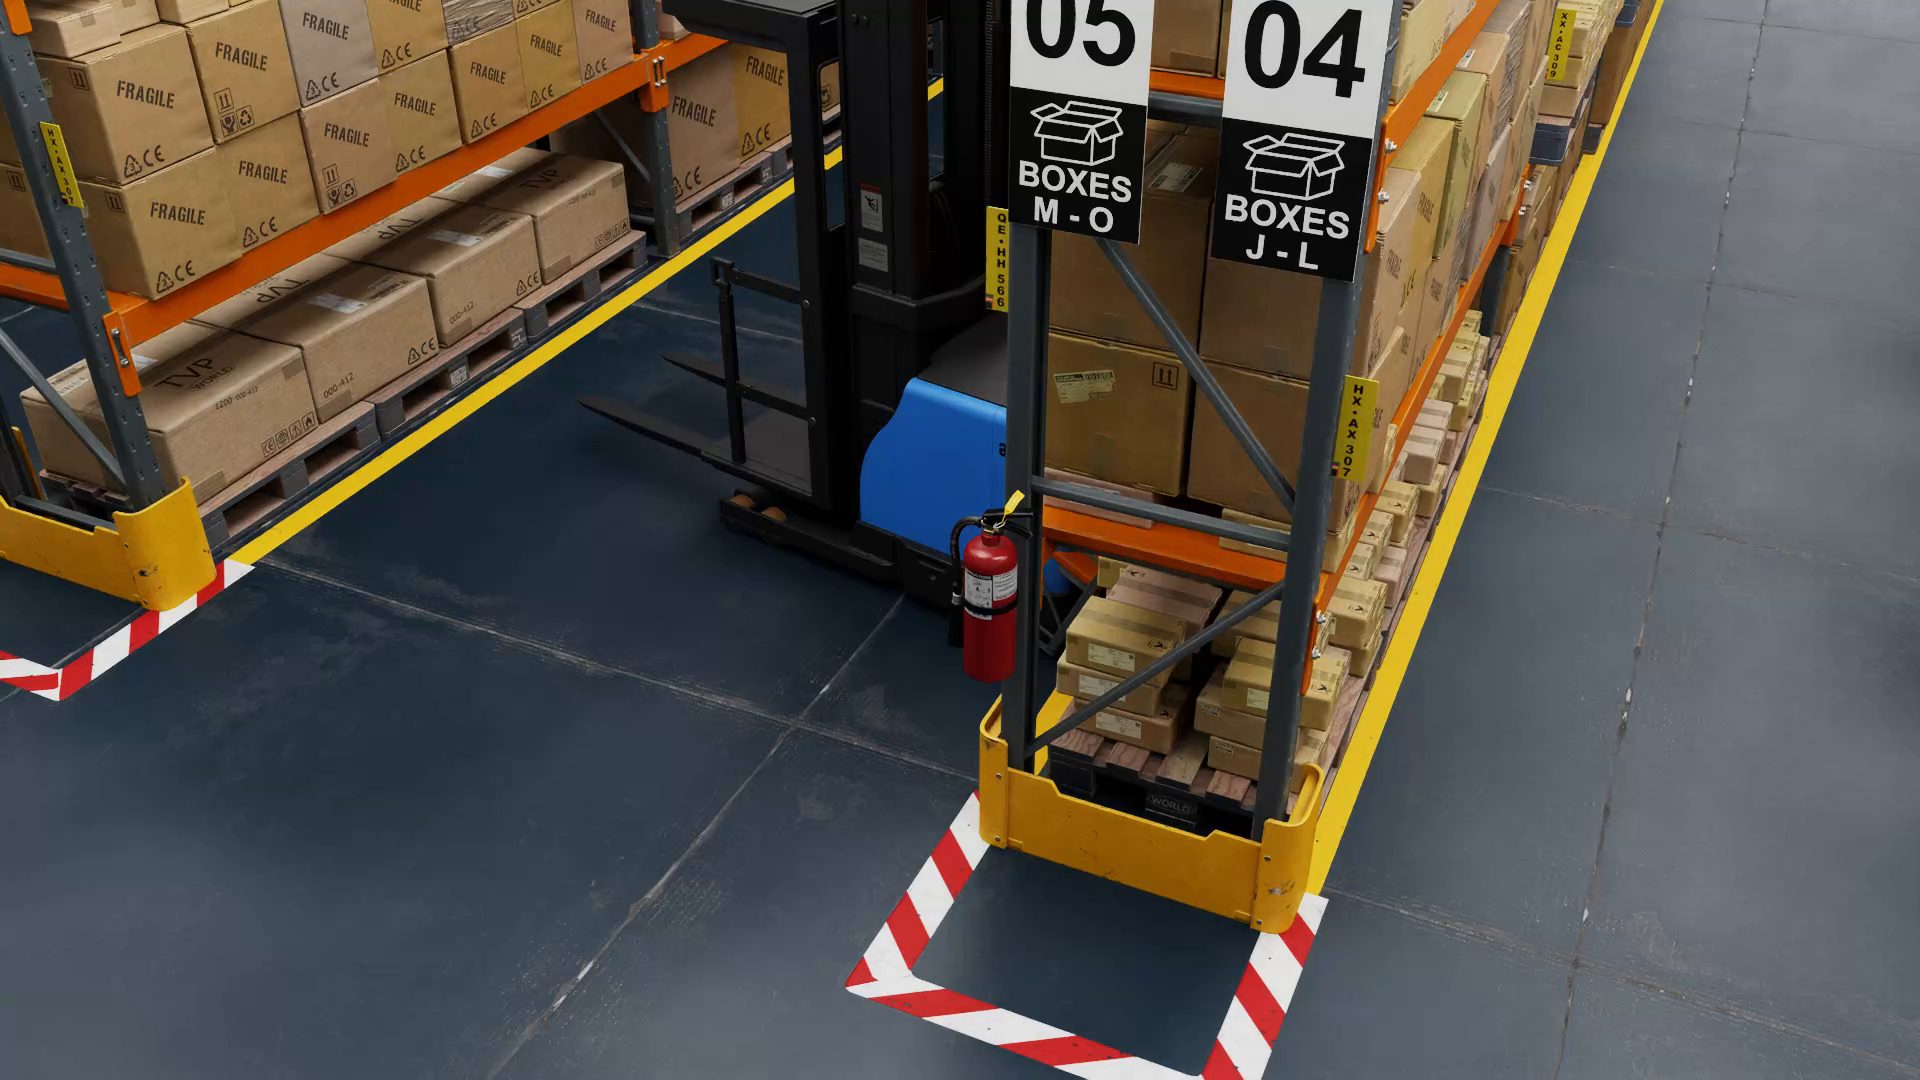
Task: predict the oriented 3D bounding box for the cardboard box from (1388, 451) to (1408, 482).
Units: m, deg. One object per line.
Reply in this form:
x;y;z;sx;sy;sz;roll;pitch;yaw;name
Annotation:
1.698;-0.297;7.141;0.380;0.149;0.250;14;36;21;cardboard box

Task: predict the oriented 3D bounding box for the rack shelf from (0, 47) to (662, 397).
-3.082;-1.855;8.499;1.077;0.370;4.000;14;36;20;rack shelf

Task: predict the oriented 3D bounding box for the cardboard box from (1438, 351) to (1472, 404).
2.212;-0.800;7.909;0.380;0.149;0.250;14;36;20;cardboard box

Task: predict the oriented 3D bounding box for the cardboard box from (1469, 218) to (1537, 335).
2.843;-1.504;9.205;0.500;0.500;0.500;16;36;22;cardboard box

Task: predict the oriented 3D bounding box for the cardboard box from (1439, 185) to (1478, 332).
1.683;-1.170;6.436;0.500;0.500;0.500;13;36;19;cardboard box

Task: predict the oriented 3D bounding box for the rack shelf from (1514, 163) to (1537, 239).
3.130;-2.762;9.882;1.077;0.370;4.000;14;36;20;rack shelf

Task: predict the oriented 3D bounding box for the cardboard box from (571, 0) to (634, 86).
-2.207;-2.904;9.352;0.500;0.500;0.500;15;36;21;cardboard box

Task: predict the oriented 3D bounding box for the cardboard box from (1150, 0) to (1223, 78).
0.570;-1.553;4.785;0.500;0.250;0.500;13;36;19;cardboard box

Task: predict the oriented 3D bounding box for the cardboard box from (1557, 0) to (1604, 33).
2.987;-2.617;8.309;0.380;0.149;0.250;15;36;22;cardboard box

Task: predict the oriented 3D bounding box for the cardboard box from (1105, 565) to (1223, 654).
0.768;0.260;6.293;0.380;0.149;0.250;15;36;21;cardboard box

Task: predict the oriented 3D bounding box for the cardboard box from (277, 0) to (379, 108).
-3.041;-2.310;7.535;0.500;0.500;0.500;14;36;20;cardboard box

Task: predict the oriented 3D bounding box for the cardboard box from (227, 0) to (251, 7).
-3.167;-2.389;7.064;0.380;0.149;0.250;13;35;19;cardboard box

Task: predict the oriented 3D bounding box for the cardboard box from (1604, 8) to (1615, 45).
3.417;-2.879;9.252;0.380;0.149;0.250;14;36;20;cardboard box

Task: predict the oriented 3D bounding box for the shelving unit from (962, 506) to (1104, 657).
0.666;-0.269;6.967;0.538;1.125;1.048;38;44;9;shelving unit

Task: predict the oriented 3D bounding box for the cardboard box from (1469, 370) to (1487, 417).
2.439;-0.777;8.416;0.380;0.149;0.250;15;36;21;cardboard box

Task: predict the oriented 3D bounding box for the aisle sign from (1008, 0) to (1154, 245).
0.317;-1.194;4.465;0.394;0.787;0.004;14;36;20;aisle sign

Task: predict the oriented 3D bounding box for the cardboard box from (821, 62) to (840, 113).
-1.313;-3.663;12.155;0.875;0.875;0.875;15;36;21;cardboard box

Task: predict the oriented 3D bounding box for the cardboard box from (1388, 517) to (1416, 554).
1.765;-0.019;7.260;0.380;0.149;0.250;14;36;21;cardboard box

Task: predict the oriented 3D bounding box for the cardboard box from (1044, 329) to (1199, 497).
0.574;-0.523;5.450;0.500;0.500;0.500;15;36;21;cardboard box

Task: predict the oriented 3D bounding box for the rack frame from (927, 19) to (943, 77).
-0.572;-5.144;12.859;1.000;3.000;0.127;14;36;20;rack frame

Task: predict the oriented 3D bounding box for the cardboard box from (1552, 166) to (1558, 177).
3.280;-2.337;9.791;0.500;0.250;0.500;16;36;22;cardboard box

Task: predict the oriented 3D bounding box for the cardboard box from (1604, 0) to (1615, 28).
3.309;-2.875;8.974;0.380;0.149;0.250;16;36;22;cardboard box

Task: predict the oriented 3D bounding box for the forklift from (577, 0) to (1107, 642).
-0.513;-1.424;7.248;3.031;2.935;1.130;21;39;29;forklift

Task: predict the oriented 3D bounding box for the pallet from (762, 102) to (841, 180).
-1.482;-2.997;12.128;1.003;0.211;1.213;14;36;20;pallet

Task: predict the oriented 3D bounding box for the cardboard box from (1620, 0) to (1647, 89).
4.666;-4.012;12.802;1.050;0.750;0.750;15;36;21;cardboard box

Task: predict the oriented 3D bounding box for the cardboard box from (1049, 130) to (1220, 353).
0.585;-0.944;5.179;0.500;0.500;0.500;13;36;20;cardboard box

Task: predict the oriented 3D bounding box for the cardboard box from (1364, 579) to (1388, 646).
1.466;0.247;6.583;0.380;0.149;0.250;15;36;22;cardboard box

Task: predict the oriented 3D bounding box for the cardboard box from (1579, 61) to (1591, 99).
2.986;-2.367;8.471;0.380;0.149;0.250;15;36;21;cardboard box

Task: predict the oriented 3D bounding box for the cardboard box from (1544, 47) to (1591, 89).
2.876;-2.352;8.177;0.380;0.149;0.250;15;36;21;cardboard box

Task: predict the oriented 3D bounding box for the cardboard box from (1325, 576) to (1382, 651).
1.375;0.249;6.308;0.380;0.149;0.250;14;36;20;cardboard box

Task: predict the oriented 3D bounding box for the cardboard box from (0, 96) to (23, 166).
-3.933;-1.914;6.931;0.500;0.500;0.500;15;36;22;cardboard box

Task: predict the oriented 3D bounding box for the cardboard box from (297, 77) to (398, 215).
-3.041;-1.882;7.794;0.500;0.500;0.500;14;36;20;cardboard box

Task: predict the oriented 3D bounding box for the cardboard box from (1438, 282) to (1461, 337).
1.798;-0.970;6.724;0.380;0.149;0.250;15;36;21;cardboard box

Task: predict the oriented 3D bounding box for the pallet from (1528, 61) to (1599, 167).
2.745;-2.334;8.748;1.003;0.211;1.213;14;36;20;pallet

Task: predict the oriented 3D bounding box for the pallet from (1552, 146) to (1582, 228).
3.638;-2.504;11.376;1.003;0.211;1.213;14;36;20;pallet

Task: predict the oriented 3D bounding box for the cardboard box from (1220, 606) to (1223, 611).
0.946;0.243;6.861;0.380;0.149;0.250;15;36;21;cardboard box

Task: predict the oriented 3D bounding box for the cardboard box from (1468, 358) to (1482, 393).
2.348;-0.807;8.191;0.380;0.149;0.250;12;35;18;cardboard box

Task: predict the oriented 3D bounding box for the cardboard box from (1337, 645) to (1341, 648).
1.262;0.480;6.499;0.380;0.149;0.250;15;36;21;cardboard box

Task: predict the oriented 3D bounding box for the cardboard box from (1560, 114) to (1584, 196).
3.708;-2.544;10.790;0.500;0.500;0.500;16;36;22;cardboard box

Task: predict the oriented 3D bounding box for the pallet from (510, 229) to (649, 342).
-2.634;-1.625;10.036;1.003;0.211;1.213;14;36;20;pallet

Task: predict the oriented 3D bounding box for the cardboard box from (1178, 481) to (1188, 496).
0.638;-0.312;5.719;0.380;0.149;0.250;14;36;20;cardboard box

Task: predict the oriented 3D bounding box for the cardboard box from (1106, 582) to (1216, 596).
0.797;0.230;6.609;0.380;0.149;0.250;13;35;19;cardboard box

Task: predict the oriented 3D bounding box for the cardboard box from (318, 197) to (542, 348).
-2.979;-1.522;9.289;0.875;0.438;0.875;13;35;19;cardboard box

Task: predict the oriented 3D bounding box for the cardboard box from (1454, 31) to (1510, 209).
1.702;-1.583;6.154;0.500;0.500;0.500;13;35;19;cardboard box

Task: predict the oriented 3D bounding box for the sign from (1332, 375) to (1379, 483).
1.113;-0.312;4.701;0.100;0.325;0.005;14;36;20;sign

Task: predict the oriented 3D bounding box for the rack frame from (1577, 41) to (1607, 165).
3.967;-4.059;11.204;1.000;3.000;0.127;14;36;20;rack frame
